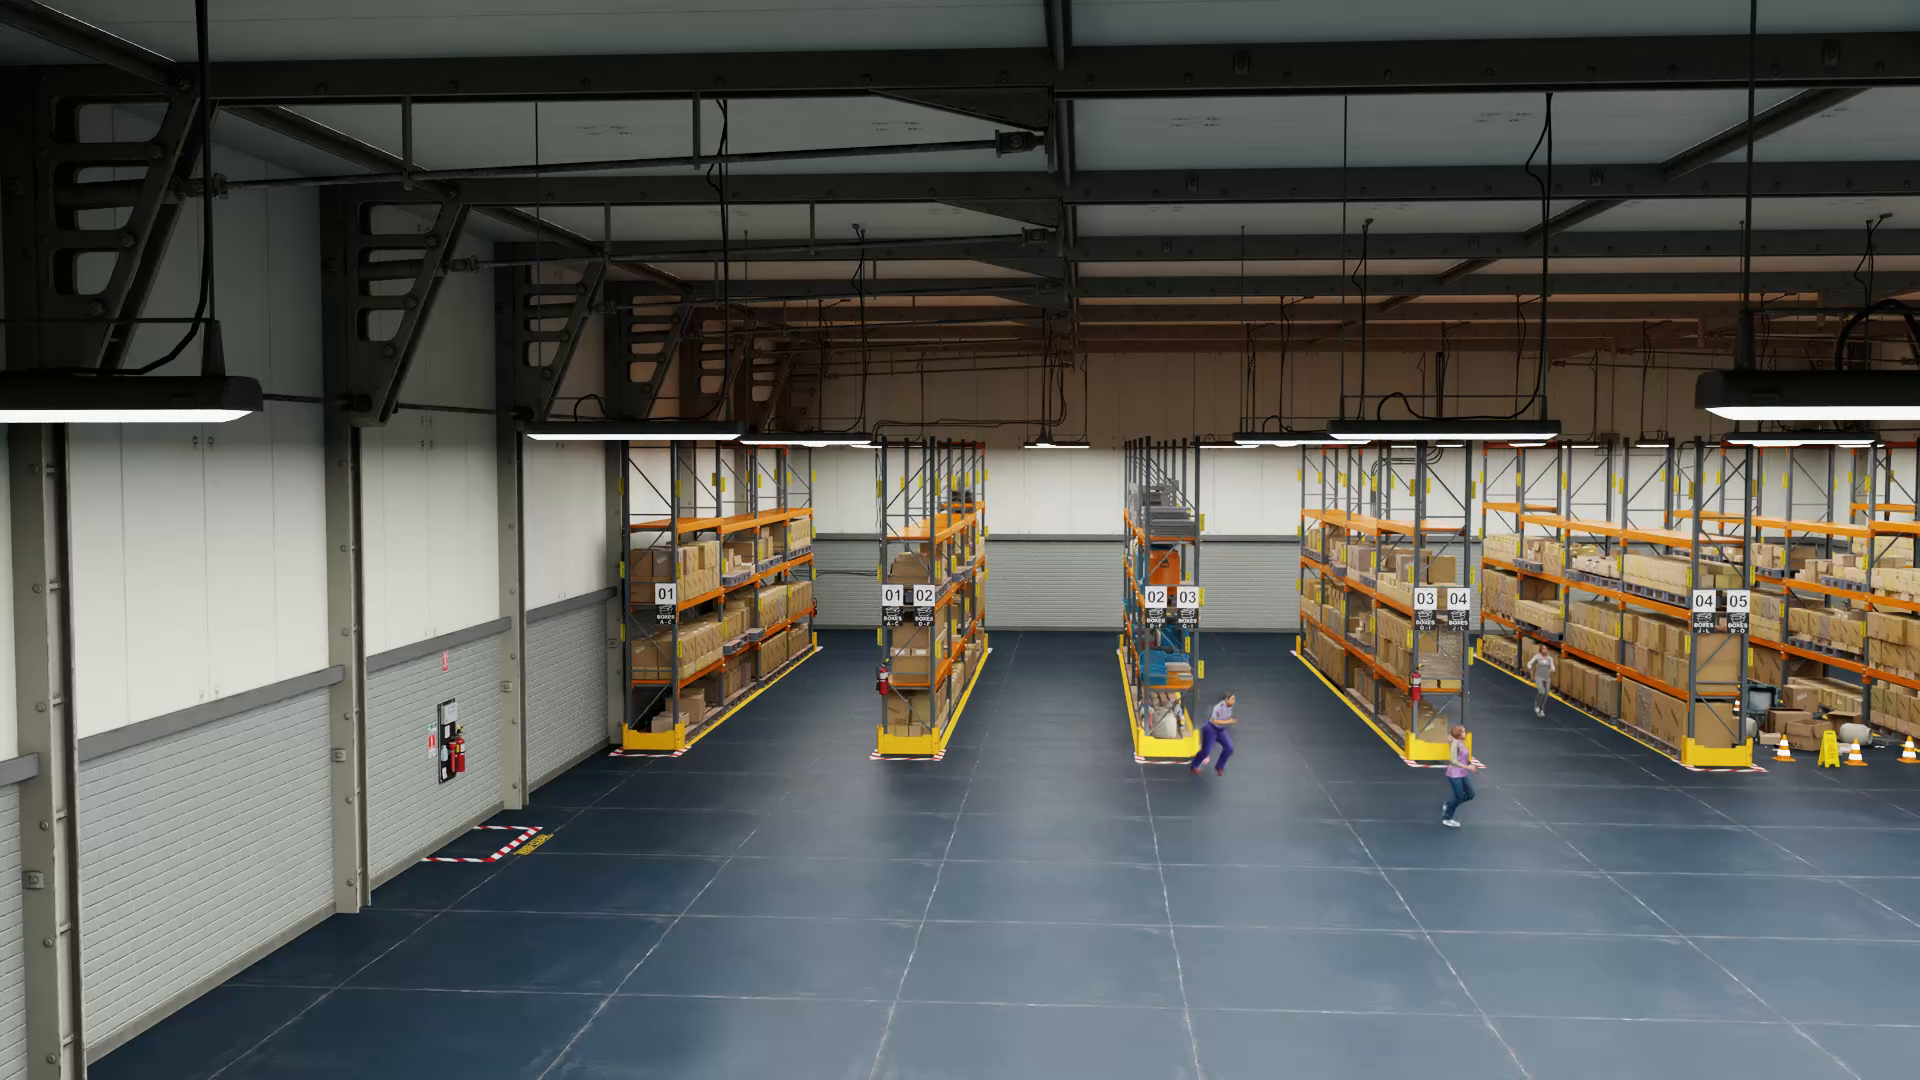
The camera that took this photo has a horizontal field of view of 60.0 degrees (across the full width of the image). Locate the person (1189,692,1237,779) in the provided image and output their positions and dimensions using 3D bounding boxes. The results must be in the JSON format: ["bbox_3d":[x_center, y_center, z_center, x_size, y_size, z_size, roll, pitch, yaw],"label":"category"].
[{"bbox_3d":[4.477,3.411,29.188,0.955,1.575,0.639,3,4,40],"label":"person"}]

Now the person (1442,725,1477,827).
[{"bbox_3d":[7.611,3.628,25.283,0.545,1.466,0.566,2,4,33],"label":"person"}]

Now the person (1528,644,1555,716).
[{"bbox_3d":[12.501,3.014,35.676,0.513,1.565,0.621,0,3,0],"label":"person"}]
